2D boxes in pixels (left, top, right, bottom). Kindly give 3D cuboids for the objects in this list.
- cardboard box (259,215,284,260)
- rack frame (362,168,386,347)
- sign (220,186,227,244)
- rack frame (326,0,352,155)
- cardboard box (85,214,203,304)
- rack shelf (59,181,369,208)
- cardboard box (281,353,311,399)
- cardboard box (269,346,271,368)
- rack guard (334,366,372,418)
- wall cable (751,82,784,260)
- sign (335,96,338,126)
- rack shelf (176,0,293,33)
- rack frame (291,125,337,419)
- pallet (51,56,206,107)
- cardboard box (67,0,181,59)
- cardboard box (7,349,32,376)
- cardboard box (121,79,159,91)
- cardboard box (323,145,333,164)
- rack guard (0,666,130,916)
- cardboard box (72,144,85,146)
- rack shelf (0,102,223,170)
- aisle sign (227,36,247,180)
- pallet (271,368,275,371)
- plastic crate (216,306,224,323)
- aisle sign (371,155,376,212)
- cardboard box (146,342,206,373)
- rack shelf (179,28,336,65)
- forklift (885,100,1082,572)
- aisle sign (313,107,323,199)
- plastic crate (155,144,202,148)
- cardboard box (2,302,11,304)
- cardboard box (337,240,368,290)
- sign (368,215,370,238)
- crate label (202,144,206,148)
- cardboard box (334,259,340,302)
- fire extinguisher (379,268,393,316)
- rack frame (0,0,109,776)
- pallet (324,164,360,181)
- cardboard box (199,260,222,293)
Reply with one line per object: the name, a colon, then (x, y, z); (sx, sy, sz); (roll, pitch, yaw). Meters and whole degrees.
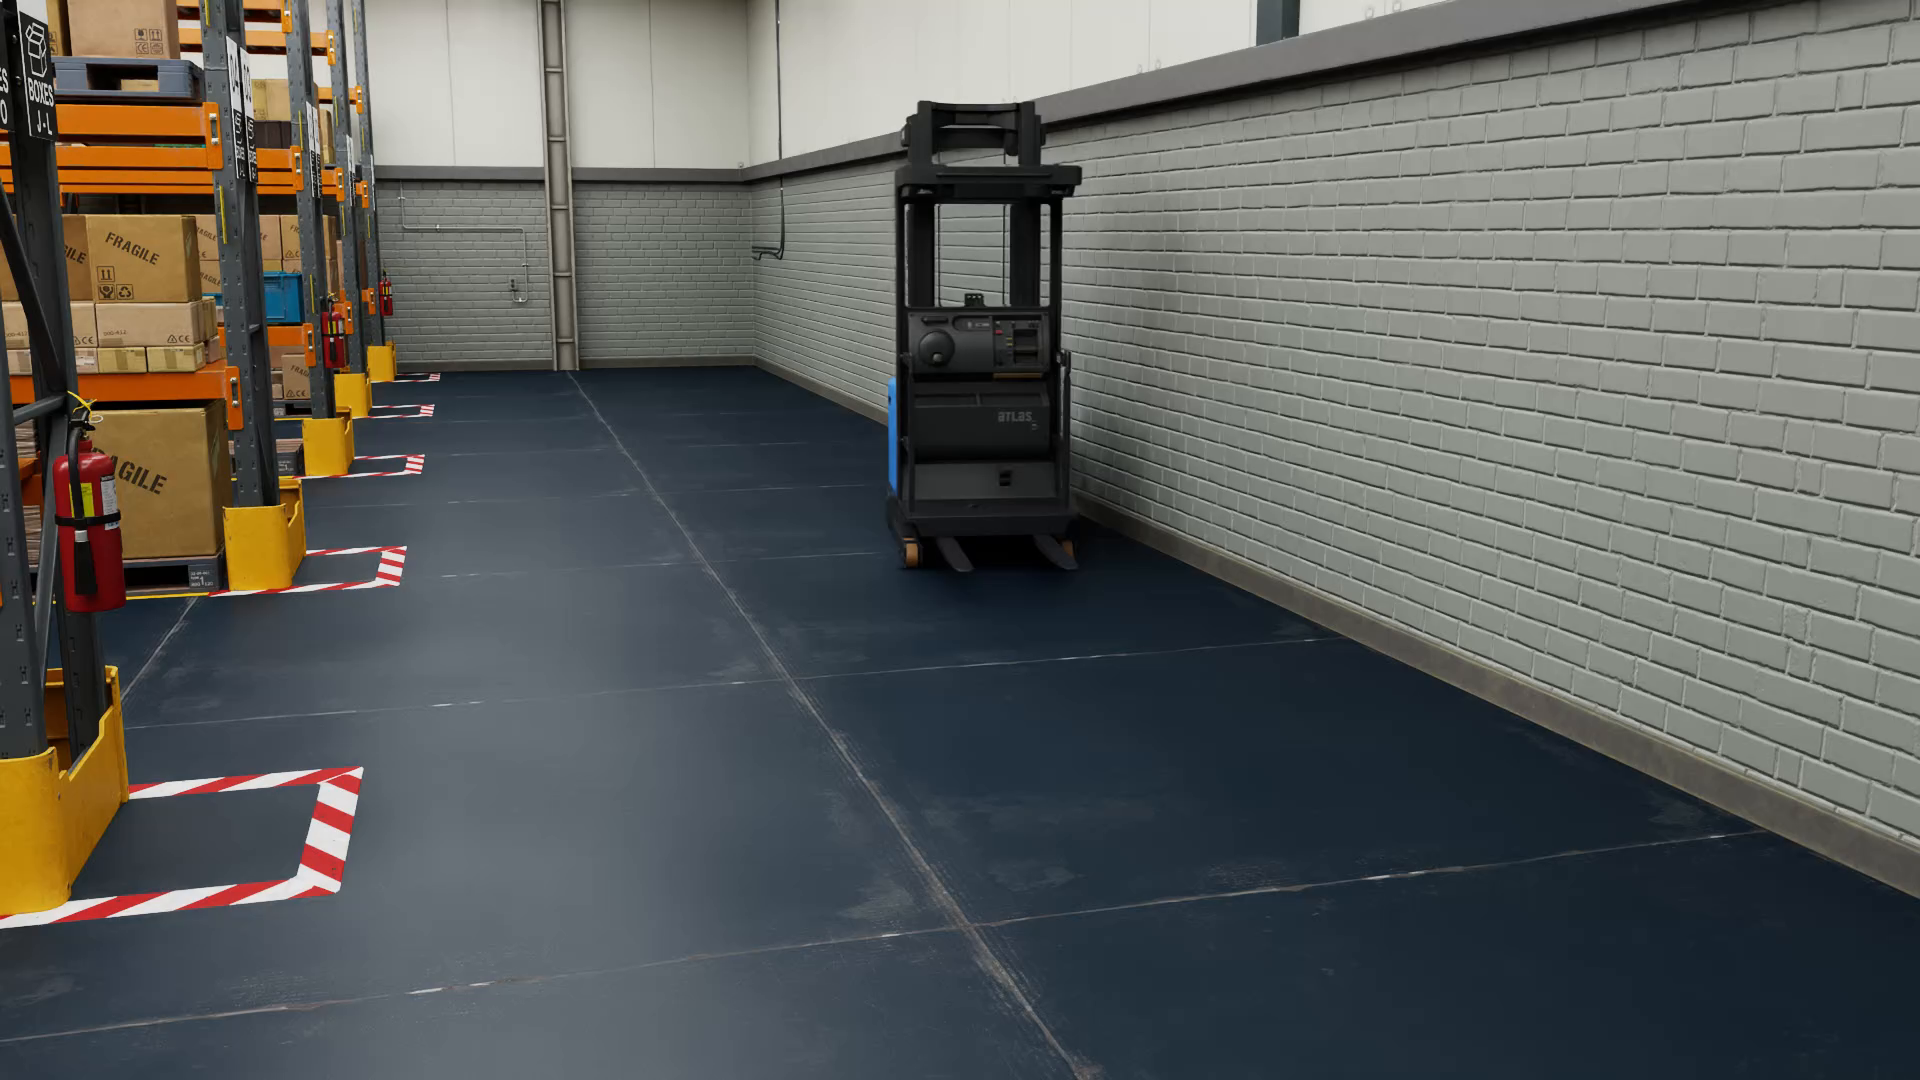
cardboard box: (-7.970, -3.443, 18.929); (0.500, 0.500, 0.500); (-3, 11, -14)
rack frame: (-8.523, -3.860, 24.226); (0.127, 3.000, 1.000); (-3, 11, -16)
sign: (-4.231, -1.867, 9.552); (0.005, 0.325, 0.100); (-3, 11, -16)
rack frame: (-7.135, -5.949, 19.007); (0.127, 3.000, 1.000); (-3, 11, -16)
cardboard box: (-4.764, -1.647, 9.731); (0.500, 0.500, 0.500); (-3, 11, -15)
rack shelf: (-10.443, -4.880, 23.470); (4.000, 0.370, 1.077); (-3, 11, -16)
cardboard box: (-7.588, -1.915, 19.354); (0.500, 0.500, 0.500); (-3, 11, -16)
cardboard box: (-10.130, -2.733, 23.851); (0.500, 0.500, 0.700); (-3, 11, -18)
rack guard: (-7.208, -1.765, 19.755); (0.348, 0.500, 1.175); (-3, 11, -16)
wall cable: (-2.992, -5.507, 25.182); (0.112, 2.526, 3.097); (-3, 11, -16)
sign: (-6.999, -4.812, 18.669); (0.005, 0.325, 0.100); (-3, 11, -16)
rack shelf: (-7.674, -4.436, 13.880); (4.000, 0.370, 1.077); (-3, 11, -16)
rack frame: (-5.754, -2.137, 14.871); (0.127, 3.000, 1.000); (-3, 11, -16)
pallet: (-5.079, -2.669, 9.717); (1.213, 0.211, 1.003); (-3, 11, -16)
cardboard box: (-4.854, -3.021, 9.673); (0.500, 0.500, 0.700); (-4, 11, -19)
cardboard box: (-5.351, -1.039, 9.599); (0.250, 0.149, 0.380); (-3, 11, -15)
cardboard box: (-9.083, -4.922, 18.677); (0.500, 0.500, 0.700); (-3, 11, -16)
cardboard box: (-9.152, -5.433, 23.469); (0.500, 0.250, 0.500); (-3, 11, -14)
rack guard: (-3.153, 0.824, 5.689); (0.348, 0.500, 1.175); (-3, 11, -16)
cardboard box: (-9.478, -4.229, 18.362); (0.500, 0.250, 0.500); (-3, 11, -16)
rack shelf: (-6.290, -2.297, 9.438); (4.000, 0.370, 1.077); (-3, 11, -16)
aisle sign: (-4.216, -2.506, 9.696); (0.004, 0.787, 0.394); (-3, 11, -16)
pallet: (-10.438, -2.373, 23.853); (1.213, 0.211, 1.003); (-3, 11, -16)
plastic crate: (-6.486, -1.964, 14.495); (0.243, 0.136, 0.396); (-3, 11, -16)
aisle sign: (-8.370, -5.090, 23.728); (0.004, 0.787, 0.394); (-3, 11, -16)
cardboard box: (-4.619, -1.078, 9.808); (0.250, 0.149, 0.380); (-3, 11, -15)
rack shelf: (-9.055, -5.492, 18.522); (4.000, 0.370, 1.077); (-3, 11, -16)
forklift: (0.152, -1.326, 10.651); (1.130, 2.935, 3.031); (-1, 11, -7)
aisle sign: (-5.768, -3.471, 14.936); (0.004, 0.787, 0.394); (-3, 11, -16)
plastic crate: (-6.621, -3.409, 14.078); (0.336, 0.188, 0.450); (-3, 11, -16)
cardboard box: (-5.736, -1.227, 9.518); (0.500, 0.250, 0.500); (-3, 11, -18)
cardboard box: (-9.010, -3.980, 24.050); (0.700, 0.700, 0.980); (-3, 11, -13)
sign: (-8.385, -4.450, 23.584); (0.005, 0.325, 0.100); (-3, 11, -16)
crate label: (-6.730, -3.549, 14.665); (0.502, 0.251, 0.408); (-3, 11, -16)
cardboard box: (-7.634, -3.071, 19.668); (0.500, 0.500, 0.500); (-3, 11, -15)
fire extinguisher: (-8.249, -3.566, 23.873); (0.183, 0.674, 0.296); (-3, 11, -16)
rack frame: (-3.080, -0.409, 5.483); (0.127, 3.000, 1.000); (-3, 11, -16)
pallet: (-9.232, -5.252, 23.749); (1.213, 0.211, 1.003); (-3, 11, -16)
cardboard box: (-8.466, -2.927, 18.883); (0.500, 0.500, 0.500); (-3, 11, -15)
